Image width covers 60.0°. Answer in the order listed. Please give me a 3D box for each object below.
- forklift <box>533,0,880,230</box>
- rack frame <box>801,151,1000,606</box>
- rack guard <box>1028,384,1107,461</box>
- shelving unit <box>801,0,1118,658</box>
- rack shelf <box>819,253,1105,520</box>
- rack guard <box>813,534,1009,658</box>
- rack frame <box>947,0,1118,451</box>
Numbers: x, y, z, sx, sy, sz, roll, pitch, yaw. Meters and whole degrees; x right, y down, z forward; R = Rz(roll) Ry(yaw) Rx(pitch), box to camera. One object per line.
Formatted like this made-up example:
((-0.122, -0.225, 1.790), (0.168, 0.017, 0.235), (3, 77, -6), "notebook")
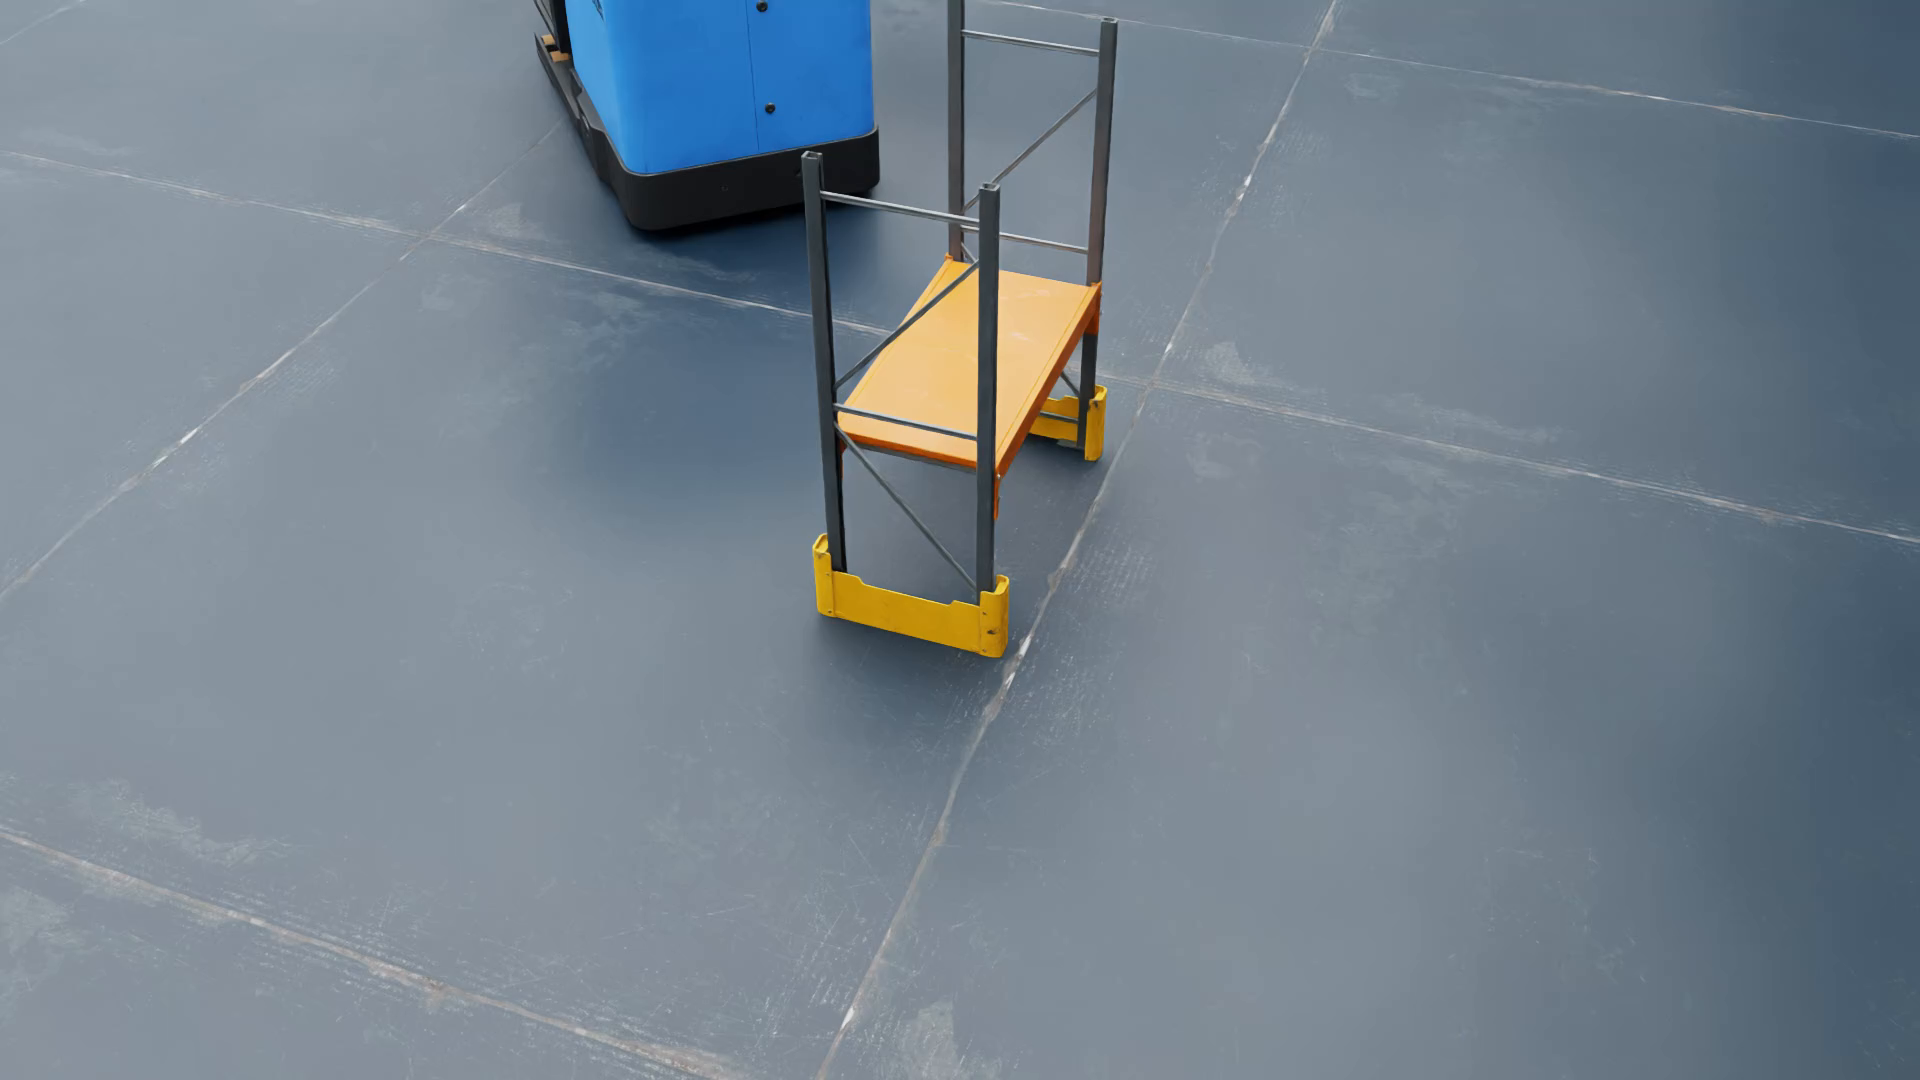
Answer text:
((-1.349, -3.303, 6.863), (1.130, 2.935, 3.031), (-15, 43, -16), "forklift")
((-0.145, -0.313, 4.461), (0.500, 1.500, 0.032), (13, 42, 15), "rack frame")
((0.196, -0.445, 5.579), (0.587, 0.250, 0.087), (13, 42, 15), "rack guard")
((0.026, -0.617, 4.818), (0.587, 1.500, 1.083), (13, 42, 15), "shelving unit")
((0.029, -0.486, 4.941), (0.538, 0.185, 1.000), (13, 42, 15), "rack shelf")
((-0.144, 0.162, 4.867), (0.587, 0.250, 0.087), (13, 42, 15), "rack guard")
((0.203, -0.933, 5.188), (0.500, 1.500, 0.032), (13, 42, 15), "rack frame")
